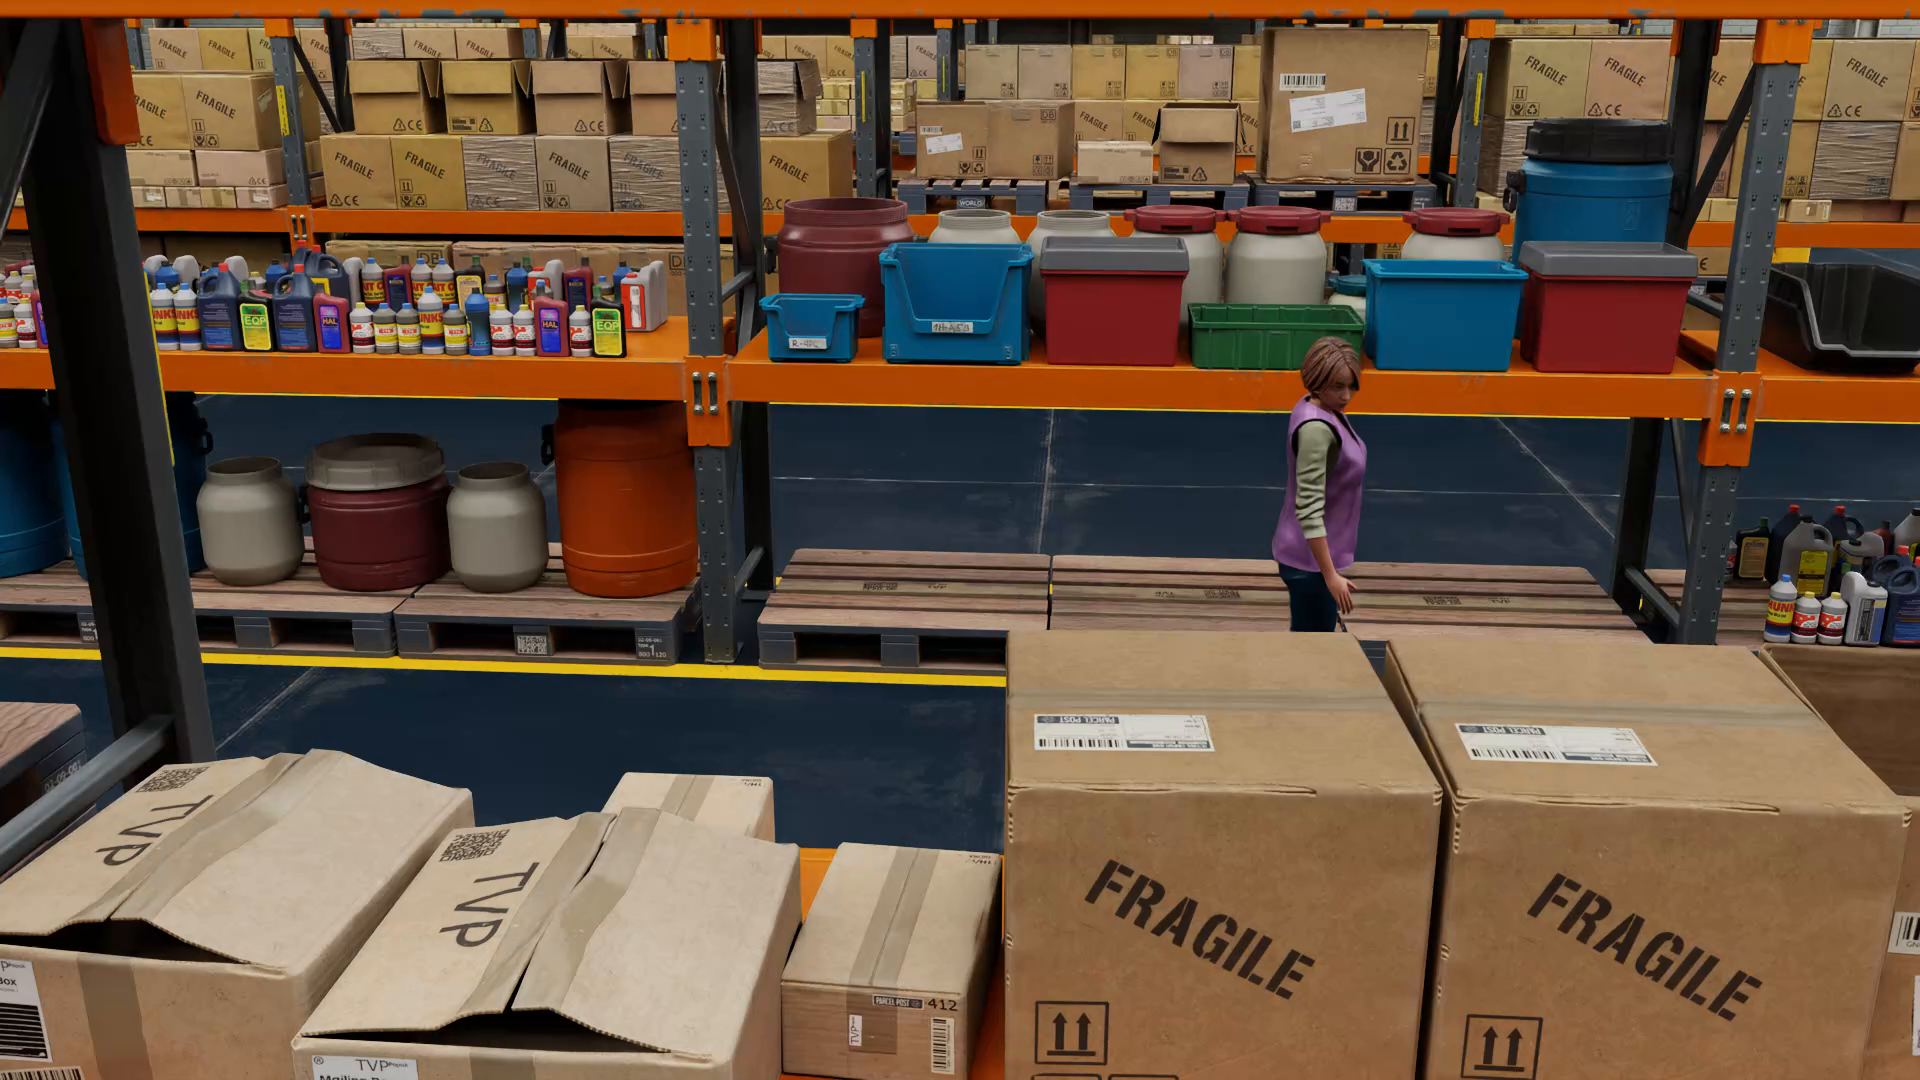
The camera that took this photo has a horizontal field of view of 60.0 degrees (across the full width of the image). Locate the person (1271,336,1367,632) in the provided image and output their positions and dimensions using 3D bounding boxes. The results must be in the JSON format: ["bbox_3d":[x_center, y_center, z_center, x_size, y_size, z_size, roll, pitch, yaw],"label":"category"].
[{"bbox_3d":[1.251,0.083,5.759,0.348,1.614,0.547,3,18,9],"label":"person"}]
